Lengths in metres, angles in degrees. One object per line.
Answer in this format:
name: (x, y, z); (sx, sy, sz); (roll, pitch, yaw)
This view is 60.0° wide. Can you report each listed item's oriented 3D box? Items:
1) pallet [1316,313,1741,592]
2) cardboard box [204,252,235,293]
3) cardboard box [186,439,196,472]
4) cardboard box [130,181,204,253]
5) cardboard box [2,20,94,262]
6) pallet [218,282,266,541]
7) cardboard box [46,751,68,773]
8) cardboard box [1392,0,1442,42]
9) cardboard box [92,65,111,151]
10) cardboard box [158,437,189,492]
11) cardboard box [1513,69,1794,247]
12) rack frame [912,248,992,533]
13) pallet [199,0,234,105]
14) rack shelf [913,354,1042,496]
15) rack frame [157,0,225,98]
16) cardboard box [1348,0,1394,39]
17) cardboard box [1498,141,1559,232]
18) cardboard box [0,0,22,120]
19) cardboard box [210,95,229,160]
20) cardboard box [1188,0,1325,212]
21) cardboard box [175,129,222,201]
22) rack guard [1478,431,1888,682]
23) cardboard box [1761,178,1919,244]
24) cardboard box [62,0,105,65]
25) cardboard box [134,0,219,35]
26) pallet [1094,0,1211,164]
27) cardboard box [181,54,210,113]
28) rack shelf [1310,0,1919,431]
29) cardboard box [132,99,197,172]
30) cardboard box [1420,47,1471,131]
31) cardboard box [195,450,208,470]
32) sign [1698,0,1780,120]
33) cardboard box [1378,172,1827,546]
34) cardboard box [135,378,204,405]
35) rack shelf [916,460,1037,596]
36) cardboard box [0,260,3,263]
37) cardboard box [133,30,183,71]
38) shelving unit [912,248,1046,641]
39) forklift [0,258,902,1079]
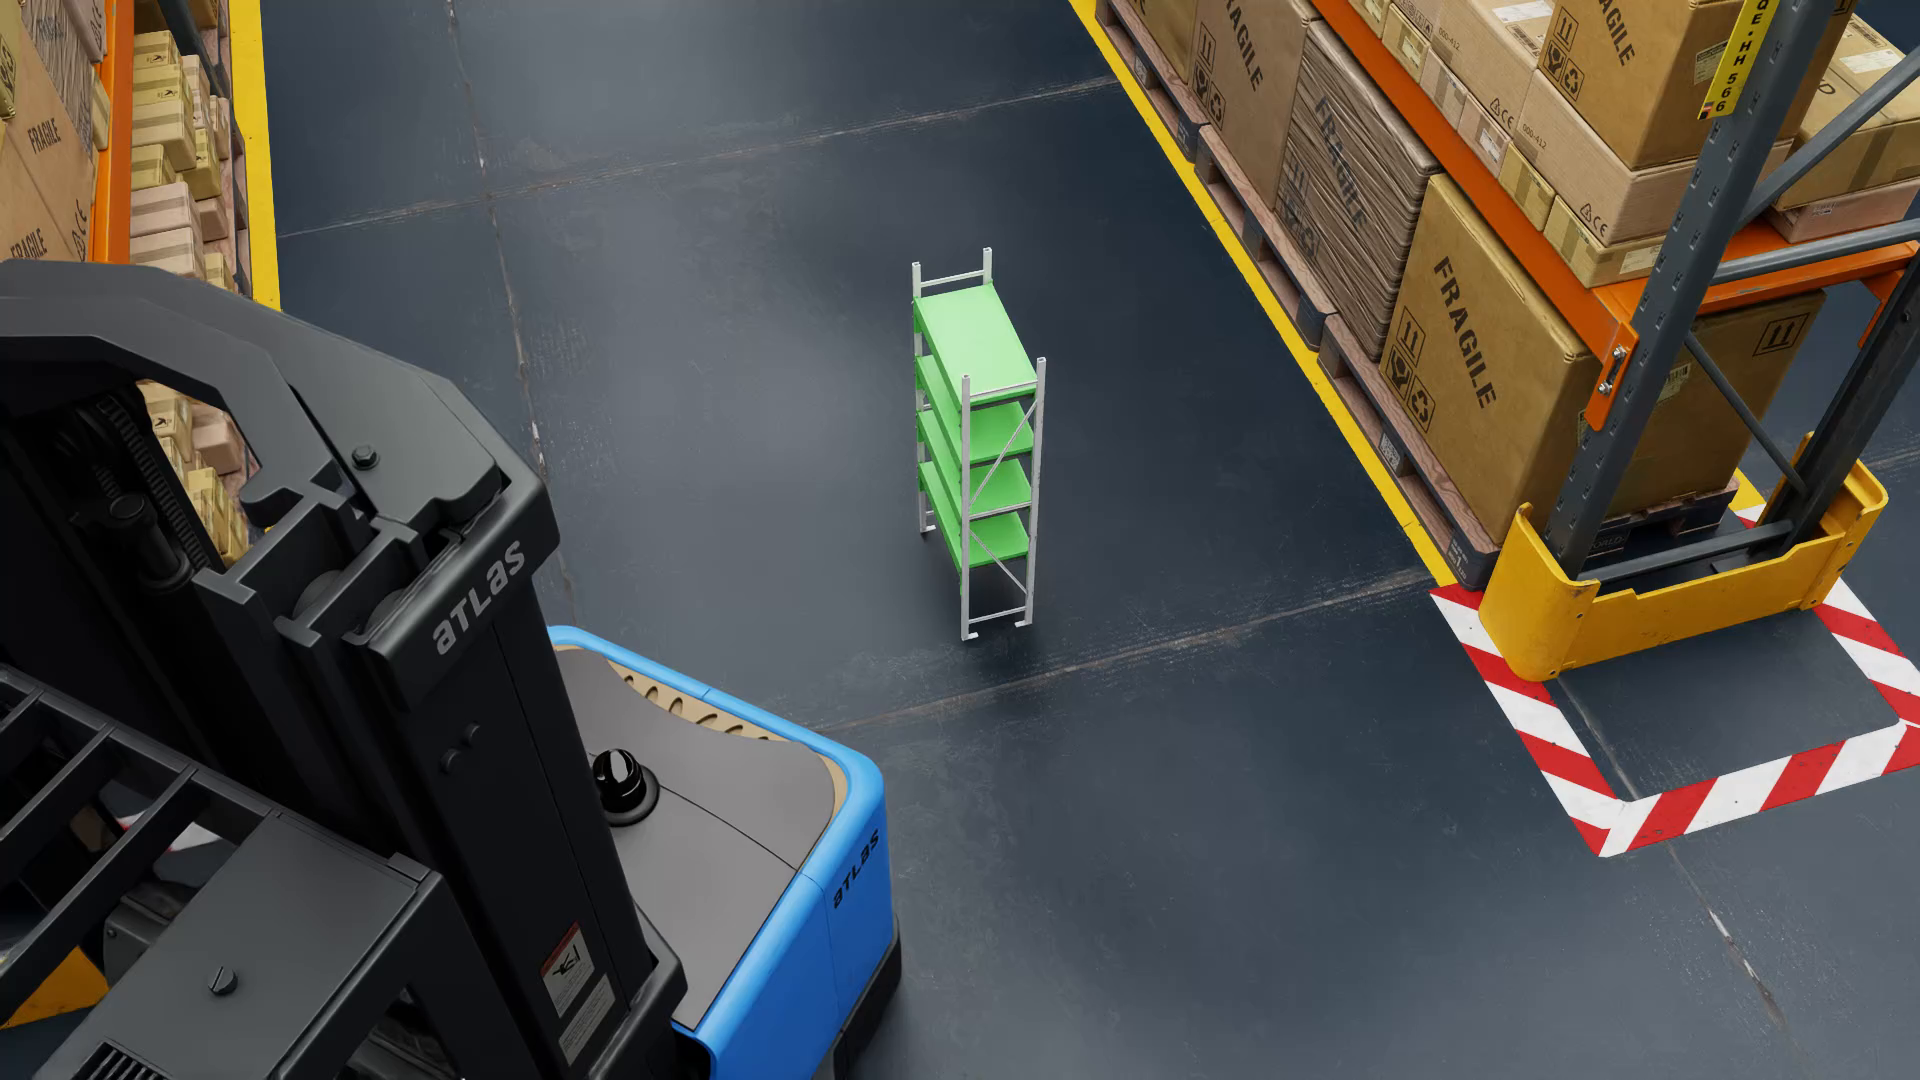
pallet: (2.000, -0.438, 5.981); (1.003, 0.211, 1.213); (-13, 51, -11)
cardboard box: (-2.893, -0.895, 6.133); (0.380, 0.149, 0.250); (-13, 51, -11)
cardboard box: (-2.692, -0.231, 5.378); (0.380, 0.149, 0.250); (-16, 52, -13)
cardboard box: (-2.922, -1.109, 5.924); (0.380, 0.149, 0.250); (-16, 52, -13)
cardboard box: (-2.642, -0.987, 4.360); (0.500, 0.500, 0.500); (-13, 51, -10)
pallet: (-3.043, -0.370, 5.924); (1.003, 0.211, 1.213); (-13, 51, -11)
cardboard box: (-2.367, 0.524, 4.741); (0.380, 0.149, 0.250); (-11, 51, -9)
cardboard box: (1.614, -1.854, 5.254); (0.500, 0.250, 0.500); (-15, 51, -12)
cardboard box: (-2.801, -1.282, 5.033); (0.380, 0.149, 0.250); (-12, 51, -10)
cardboard box: (-2.589, -0.140, 5.107); (0.380, 0.149, 0.250); (-16, 52, -13)
cardboard box: (1.914, -1.112, 4.629); (0.500, 0.250, 0.500); (-14, 51, -12)
rack frame: (-0.023, -0.444, 5.340); (0.240, 1.200, 0.015); (-13, 51, -11)
pallet: (-3.872, -2.313, 7.562); (1.003, 0.211, 1.213); (-13, 51, -11)
rack shelf: (0.049, -0.379, 5.055); (0.258, 0.148, 0.480); (-13, 51, -11)
rack frame: (-3.640, -2.644, 6.017); (1.000, 3.000, 0.127); (-13, 51, -11)
cardboard box: (1.510, -1.810, 5.478); (0.380, 0.149, 0.250); (-13, 51, -11)
cardboard box: (1.812, -1.064, 4.850); (0.380, 0.149, 0.250); (-13, 51, -11)
cardboard box: (-2.624, -1.313, 3.981); (0.500, 0.500, 0.500); (-14, 51, -12)
cardboard box: (-3.199, -1.651, 6.770); (0.380, 0.149, 0.250); (-13, 51, -11)
cardboard box: (1.513, -1.985, 6.576); (0.875, 0.875, 0.875); (-13, 51, -11)
cardboard box: (-3.055, -1.412, 6.373); (0.380, 0.149, 0.250); (-15, 51, -12)
rack guard: (2.318, 0.053, 5.378); (1.175, 0.500, 0.348); (-13, 51, -11)
cardboard box: (2.521, -1.023, 4.815); (0.380, 0.149, 0.250); (-13, 51, -11)
cardboard box: (-2.929, -1.740, 4.995); (0.500, 0.500, 0.500); (-14, 51, -11)
cardboard box: (-3.605, -2.573, 7.318); (0.500, 0.500, 0.500); (-12, 51, -10)
pallet: (1.278, -2.220, 7.483); (1.003, 0.211, 1.213); (-13, 51, -11)
cardboard box: (-3.243, -1.798, 6.699); (0.380, 0.149, 0.250); (-12, 51, -10)
rack shelf: (1.719, -1.999, 5.944); (1.077, 0.370, 4.000); (-13, 51, -11)
cardboard box: (-3.092, -1.493, 6.248); (0.380, 0.149, 0.250); (-14, 51, -11)
cardboard box: (1.666, -1.431, 5.159); (0.380, 0.149, 0.250); (-13, 51, -10)
cardboard box: (-2.679, -0.123, 5.481); (0.380, 0.149, 0.250); (-13, 51, -11)
sign: (1.788, -1.107, 3.809); (0.100, 0.325, 0.005); (-13, 51, -11)
cardboard box: (2.045, -0.670, 5.468); (0.875, 0.875, 0.875); (-13, 51, -11)
cardboard box: (-2.696, -0.547, 5.450); (0.380, 0.149, 0.250); (-13, 51, -10)
rack shelf: (0.049, -0.070, 5.422); (0.258, 0.148, 0.480); (-13, 51, -11)
cardboard box: (-2.326, -0.241, 3.731); (0.500, 0.500, 0.500); (-11, 51, -9)
cardboard box: (-3.286, -1.851, 6.549); (0.380, 0.149, 0.250); (-12, 51, -10)
shelving unit: (0.049, -0.266, 5.189); (0.258, 1.200, 0.503); (-13, 51, -11)
forklift: (-1.284, 1.112, 2.896); (1.130, 2.935, 3.031); (21, 53, 17)
